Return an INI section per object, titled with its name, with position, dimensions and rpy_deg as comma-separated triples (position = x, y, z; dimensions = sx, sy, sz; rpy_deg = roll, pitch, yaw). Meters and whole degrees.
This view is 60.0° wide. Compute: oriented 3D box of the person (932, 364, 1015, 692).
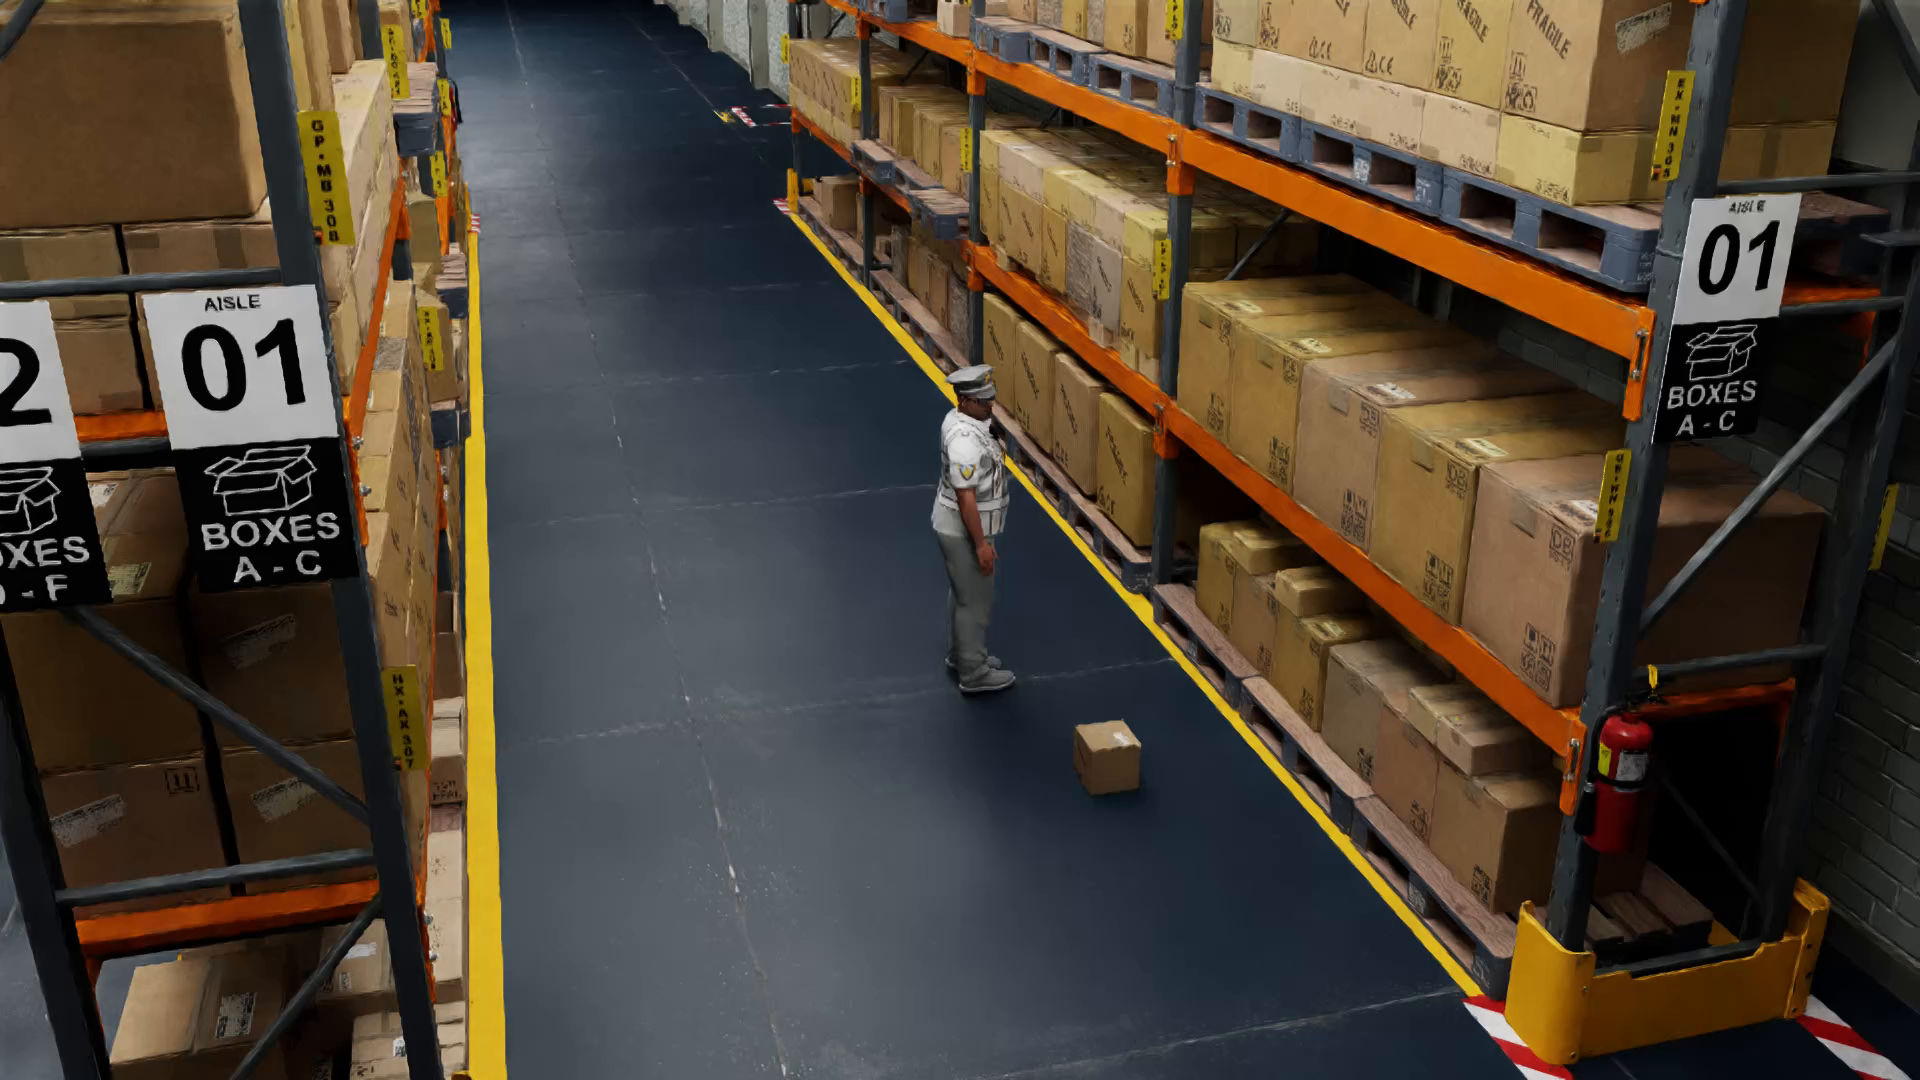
[person]
position = 0.076, -0.045, 8.681
dimensions = 0.442, 1.801, 0.589
rpy_deg = -1, 23, -1
